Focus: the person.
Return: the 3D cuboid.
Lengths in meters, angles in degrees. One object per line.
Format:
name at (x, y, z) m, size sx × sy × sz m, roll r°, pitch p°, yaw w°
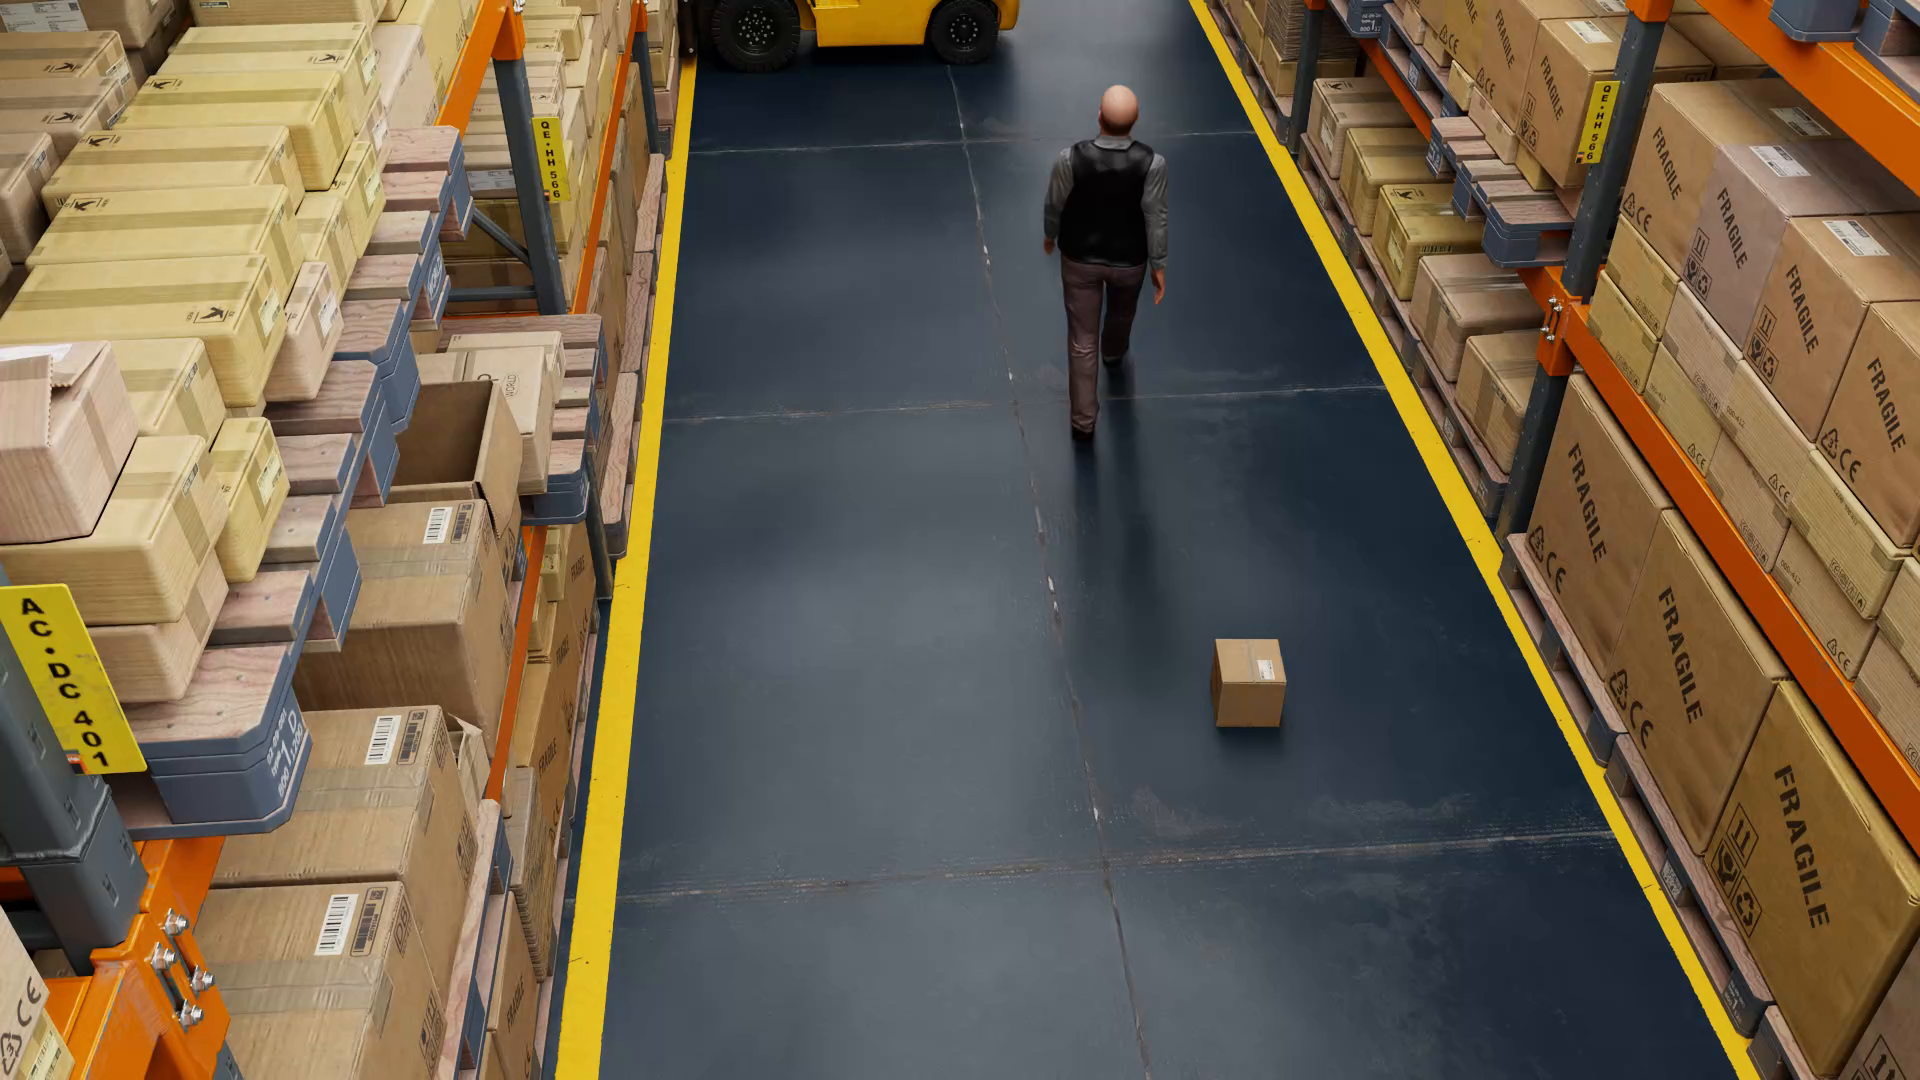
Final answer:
person at (0.677, -1.401, 7.891) m, size 0.575 × 1.663 × 1.015 m, roll 1°, pitch 39°, yaw 1°
